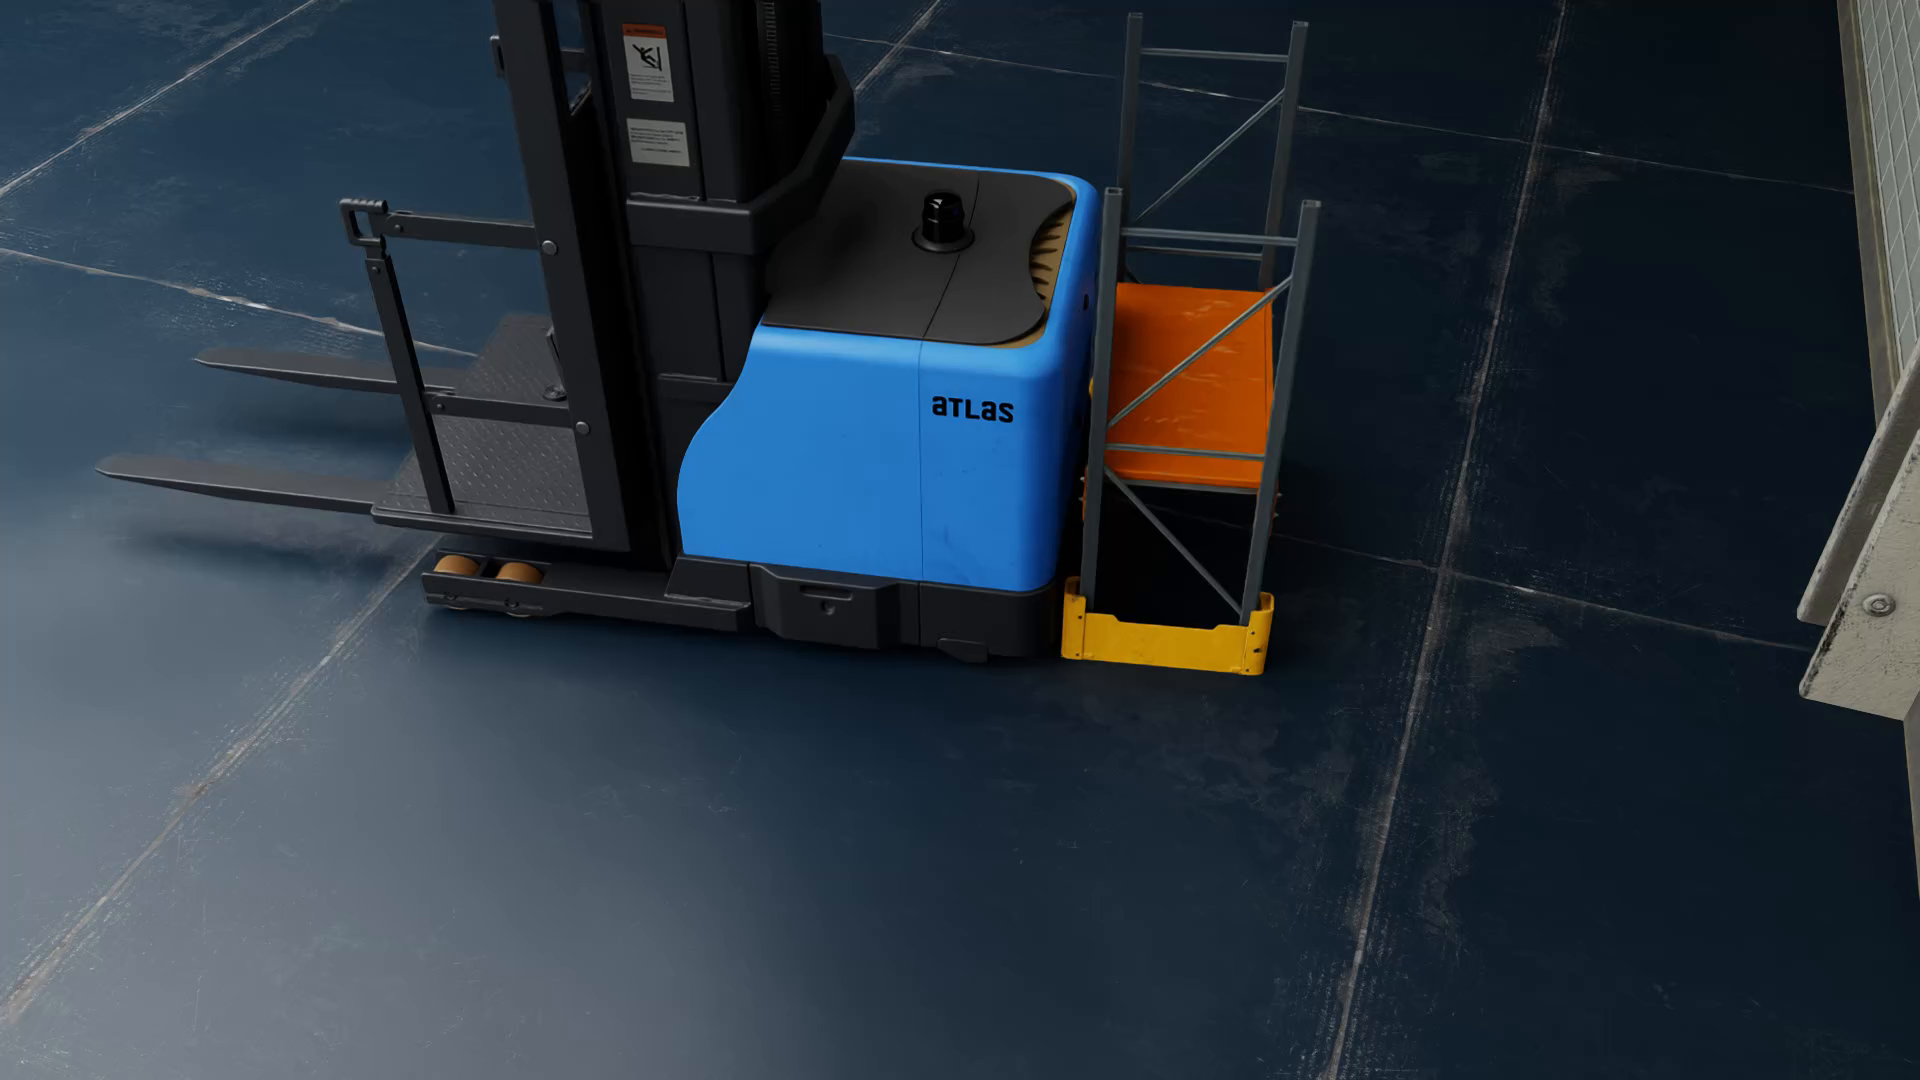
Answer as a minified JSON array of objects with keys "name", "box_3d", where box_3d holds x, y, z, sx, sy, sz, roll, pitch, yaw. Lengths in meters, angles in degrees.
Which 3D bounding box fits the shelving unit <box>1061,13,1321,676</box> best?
[{"name":"shelving unit","box_3d":[0.653,-0.549,4.738,0.587,1.500,1.083,5,41,6]}]

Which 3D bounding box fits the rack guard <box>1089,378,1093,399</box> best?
[{"name":"rack guard","box_3d":[0.717,-0.395,5.520,0.587,0.250,0.087,5,41,6]}]

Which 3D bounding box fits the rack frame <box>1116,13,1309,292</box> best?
[{"name":"rack frame","box_3d":[0.720,-0.882,5.129,0.500,1.500,0.032,5,41,6]}]

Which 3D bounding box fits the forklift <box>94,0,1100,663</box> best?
[{"name":"forklift","box_3d":[-1.146,-1.215,4.415,3.031,2.935,1.130,6,41,7]}]

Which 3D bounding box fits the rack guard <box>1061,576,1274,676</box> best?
[{"name":"rack guard","box_3d":[0.588,0.246,4.768,0.587,0.250,0.087,5,41,6]}]

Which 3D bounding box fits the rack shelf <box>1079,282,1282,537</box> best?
[{"name":"rack shelf","box_3d":[0.654,-0.418,4.862,0.538,0.185,1.000,5,41,6]}]

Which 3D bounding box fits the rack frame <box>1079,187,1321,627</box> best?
[{"name":"rack frame","box_3d":[0.588,-0.228,4.362,0.500,1.500,0.032,5,41,6]}]
